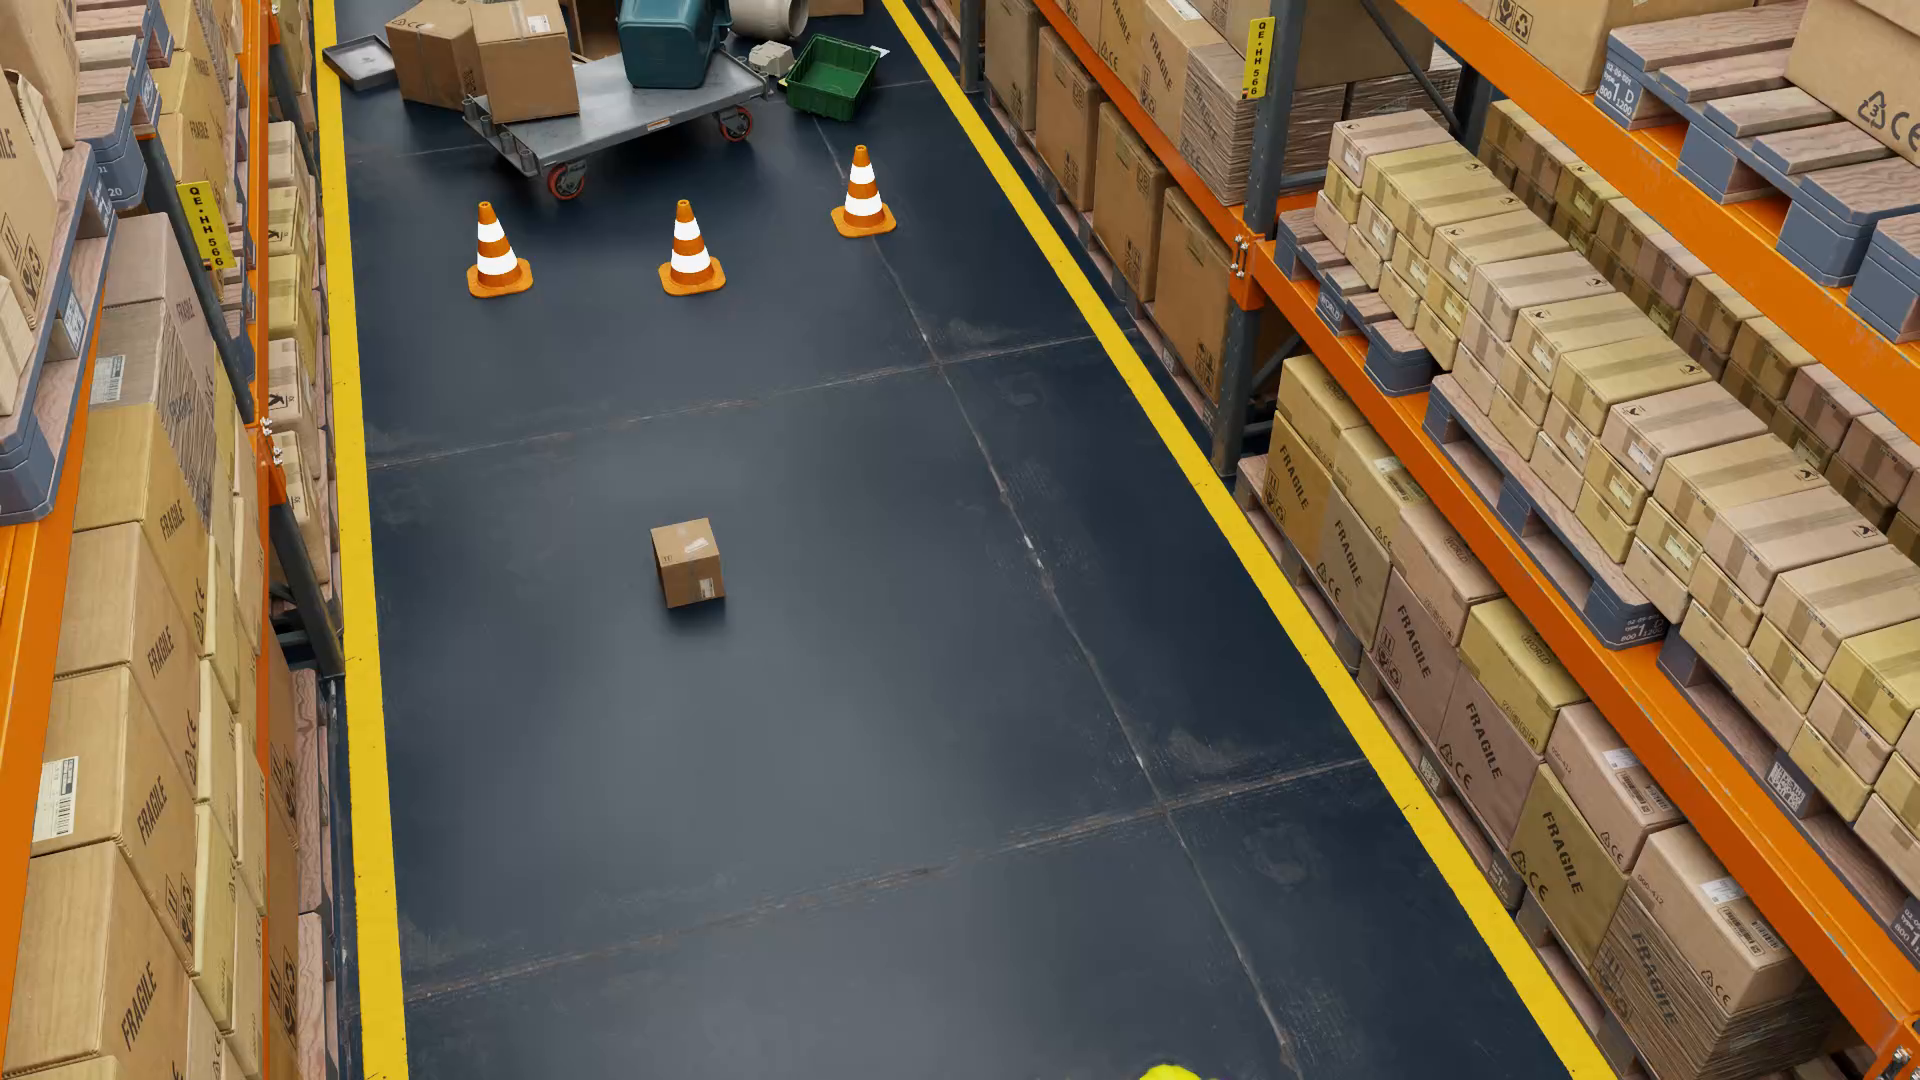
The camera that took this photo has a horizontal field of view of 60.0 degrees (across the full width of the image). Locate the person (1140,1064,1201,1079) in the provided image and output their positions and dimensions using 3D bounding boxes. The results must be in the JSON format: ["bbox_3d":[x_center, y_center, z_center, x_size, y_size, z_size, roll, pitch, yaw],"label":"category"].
[{"bbox_3d":[0.484,1.822,4.096,0.563,1.747,0.762,-22,46,-23],"label":"person"}]
